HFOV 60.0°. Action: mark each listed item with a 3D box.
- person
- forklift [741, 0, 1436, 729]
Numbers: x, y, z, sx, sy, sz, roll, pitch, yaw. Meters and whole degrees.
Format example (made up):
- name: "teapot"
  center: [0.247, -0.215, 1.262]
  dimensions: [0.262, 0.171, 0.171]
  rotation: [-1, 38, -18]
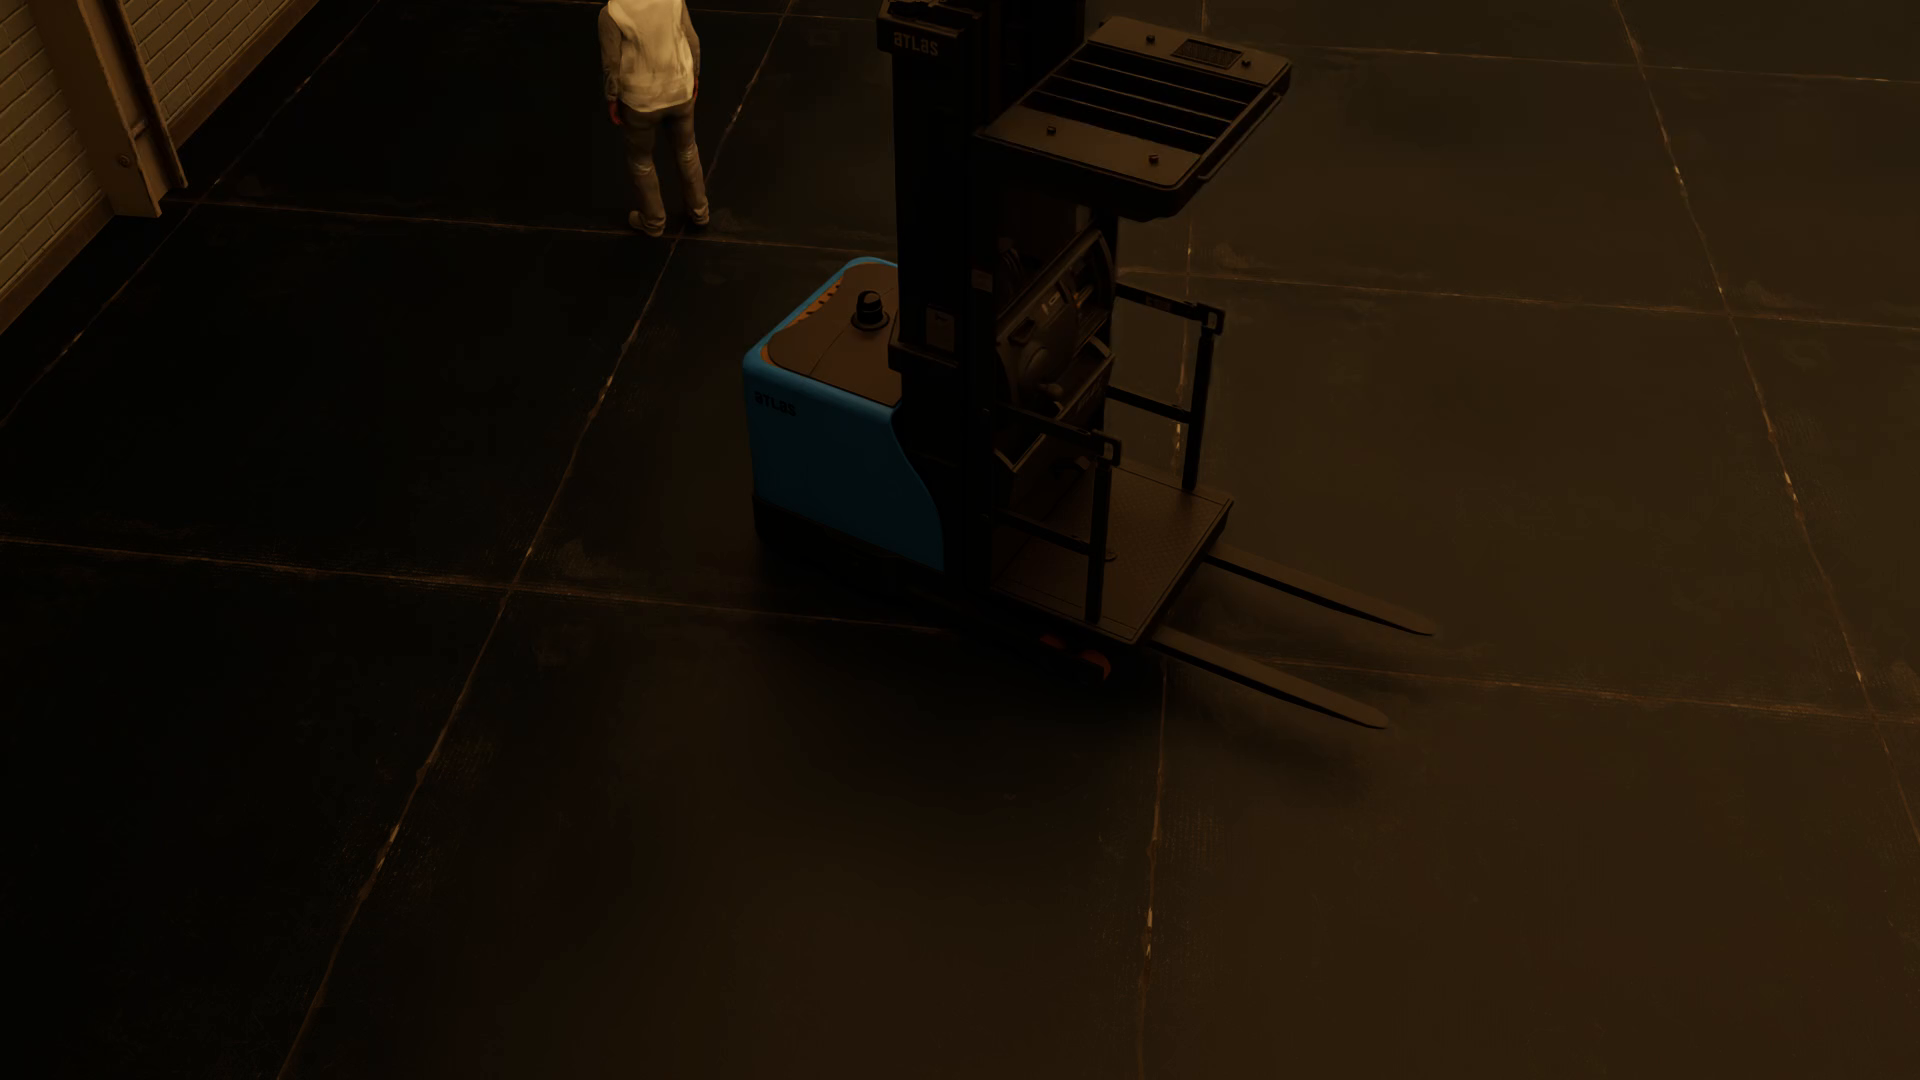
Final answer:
- name: "person"
  center: [-1.724, -2.533, 9.342]
  dimensions: [0.582, 1.771, 0.458]
  rotation: [-23, 47, -23]
- name: "forklift"
  center: [0.572, -0.857, 6.657]
  dimensions: [3.031, 2.935, 1.130]
  rotation: [21, 47, 22]
